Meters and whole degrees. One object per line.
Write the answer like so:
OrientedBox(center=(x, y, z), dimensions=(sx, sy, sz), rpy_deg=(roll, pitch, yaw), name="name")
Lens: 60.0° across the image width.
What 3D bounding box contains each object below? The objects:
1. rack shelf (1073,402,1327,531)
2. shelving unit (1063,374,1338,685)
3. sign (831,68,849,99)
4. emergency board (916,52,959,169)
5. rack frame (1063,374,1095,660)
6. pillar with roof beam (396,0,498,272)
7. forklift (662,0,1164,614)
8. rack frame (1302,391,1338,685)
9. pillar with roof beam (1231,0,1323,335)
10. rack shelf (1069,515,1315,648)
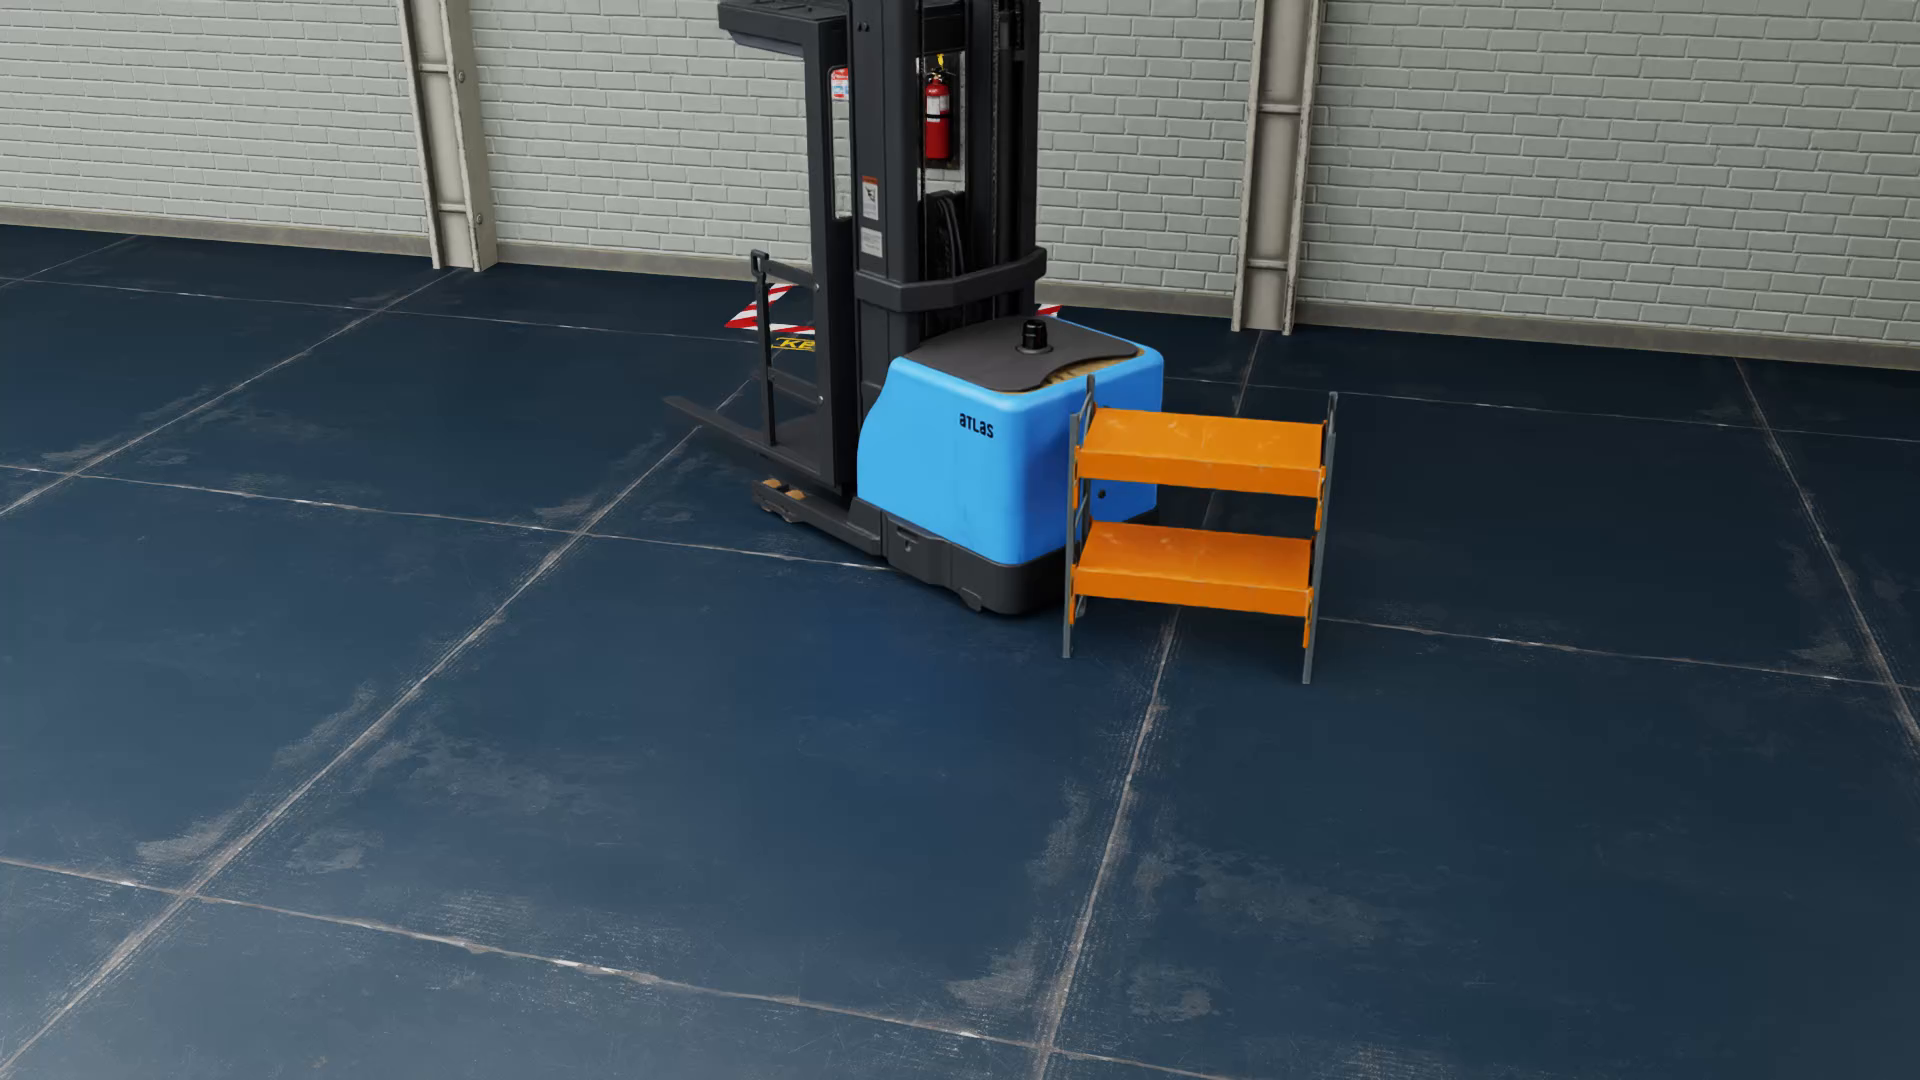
OrientedBox(center=(1.008, -0.316, 6.925), dimensions=(1.000, 0.278, 0.538), rpy_deg=(5, 26, 11), name="rack shelf")
OrientedBox(center=(1.008, -0.052, 7.051), dimensions=(1.048, 1.125, 0.538), rpy_deg=(5, 26, 11), name="shelving unit")
OrientedBox(center=(-0.836, -3.207, 11.455), dimensions=(0.234, 0.329, 0.001), rpy_deg=(6, 26, 13), name="sign")
OrientedBox(center=(-0.326, -3.089, 11.248), dimensions=(0.643, 1.169, 0.194), rpy_deg=(6, 26, 13), name="emergency board")
OrientedBox(center=(0.511, -0.099, 7.149), dimensions=(0.032, 1.125, 0.500), rpy_deg=(5, 26, 11), name="rack frame")
OrientedBox(center=(-4.825, -4.367, 6.954), dimensions=(0.400, 9.000, 9.100), rpy_deg=(6, 26, 13), name="pillar with roof beam")
OrientedBox(center=(-0.419, -1.540, 8.076), dimensions=(1.130, 2.935, 3.031), rpy_deg=(-22, 33, -38), name="forklift")
OrientedBox(center=(1.505, -0.006, 6.953), dimensions=(0.032, 1.125, 0.500), rpy_deg=(5, 26, 11), name="rack frame")
OrientedBox(center=(0.986, -3.725, 5.605), dimensions=(0.400, 9.000, 9.100), rpy_deg=(6, 26, 13), name="pillar with roof beam")
OrientedBox(center=(1.008, 0.169, 7.156), dimensions=(1.000, 0.278, 0.538), rpy_deg=(5, 26, 11), name="rack shelf")
